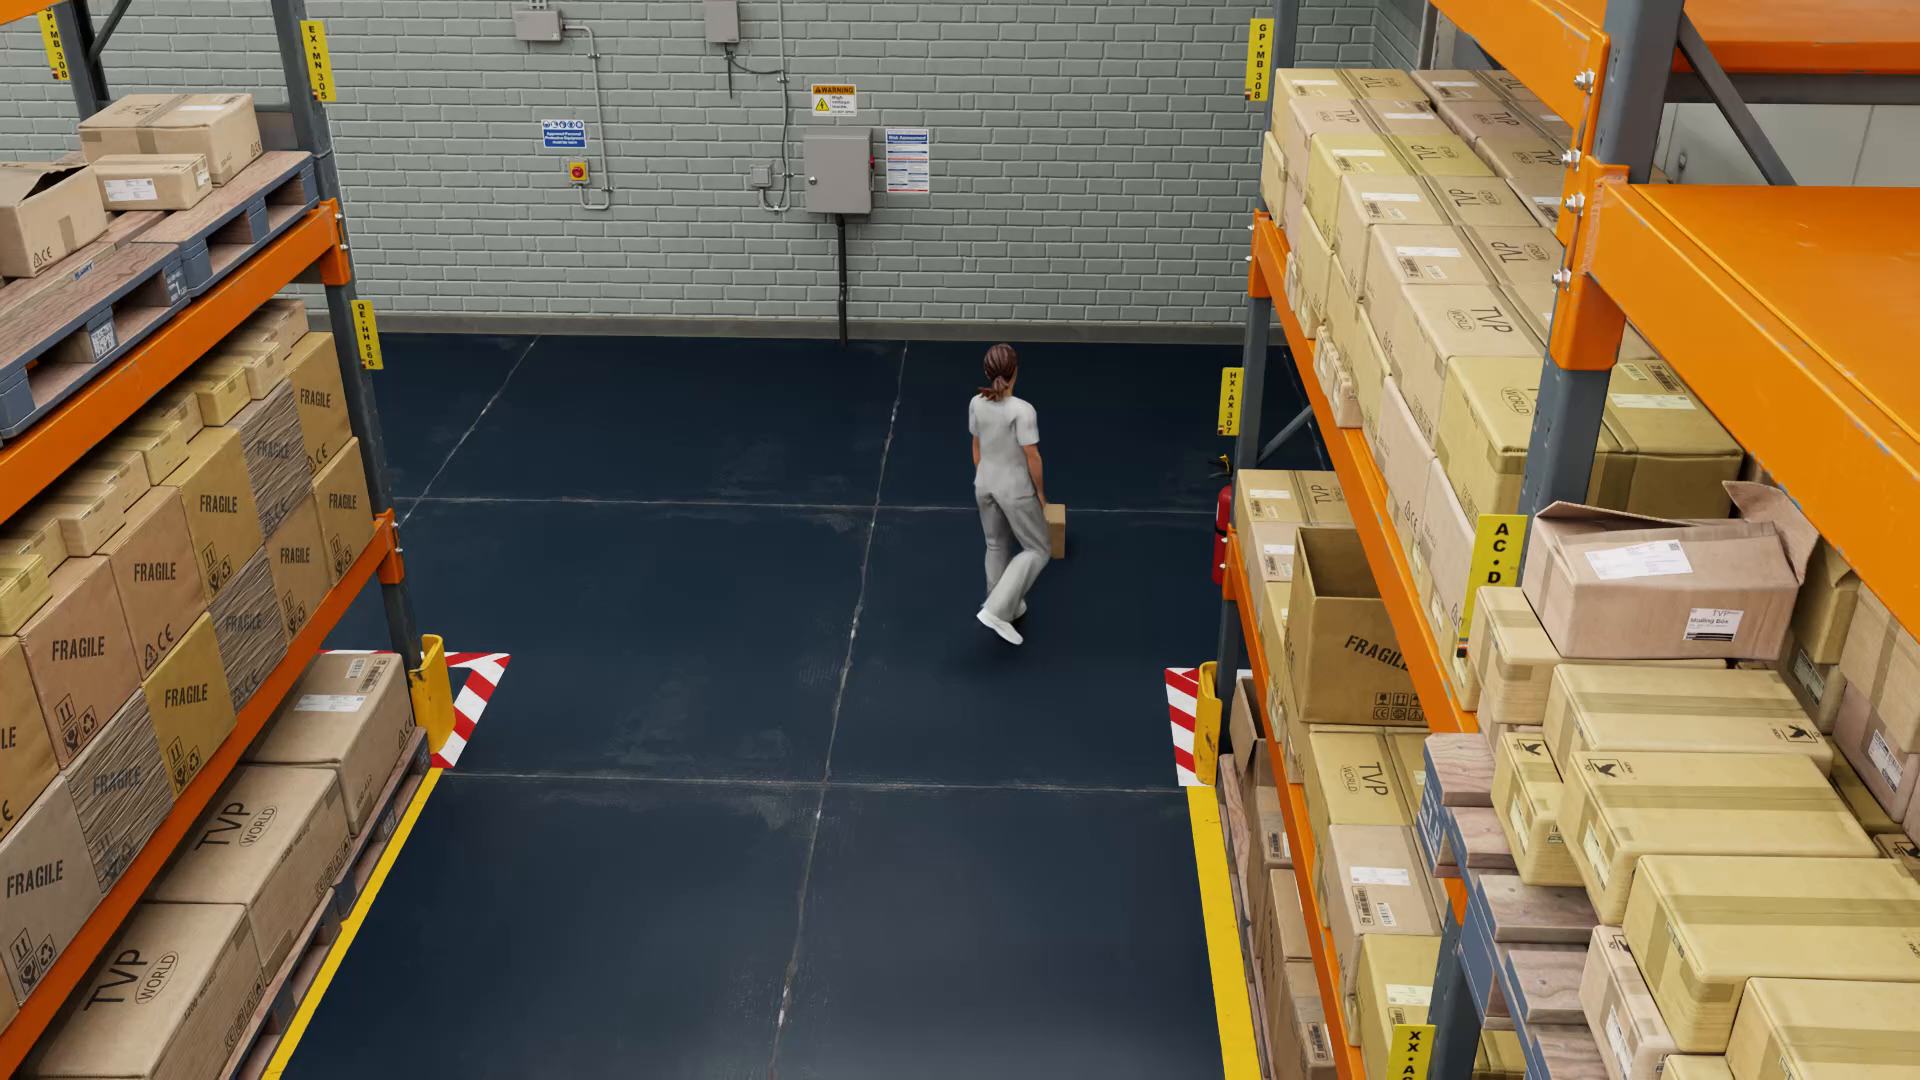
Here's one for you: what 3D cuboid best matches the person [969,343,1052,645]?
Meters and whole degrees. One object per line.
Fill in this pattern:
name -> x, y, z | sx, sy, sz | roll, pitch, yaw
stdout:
person -> 0.219, -0.233, 9.026 | 0.502, 1.666, 0.548 | 22, 35, 35
